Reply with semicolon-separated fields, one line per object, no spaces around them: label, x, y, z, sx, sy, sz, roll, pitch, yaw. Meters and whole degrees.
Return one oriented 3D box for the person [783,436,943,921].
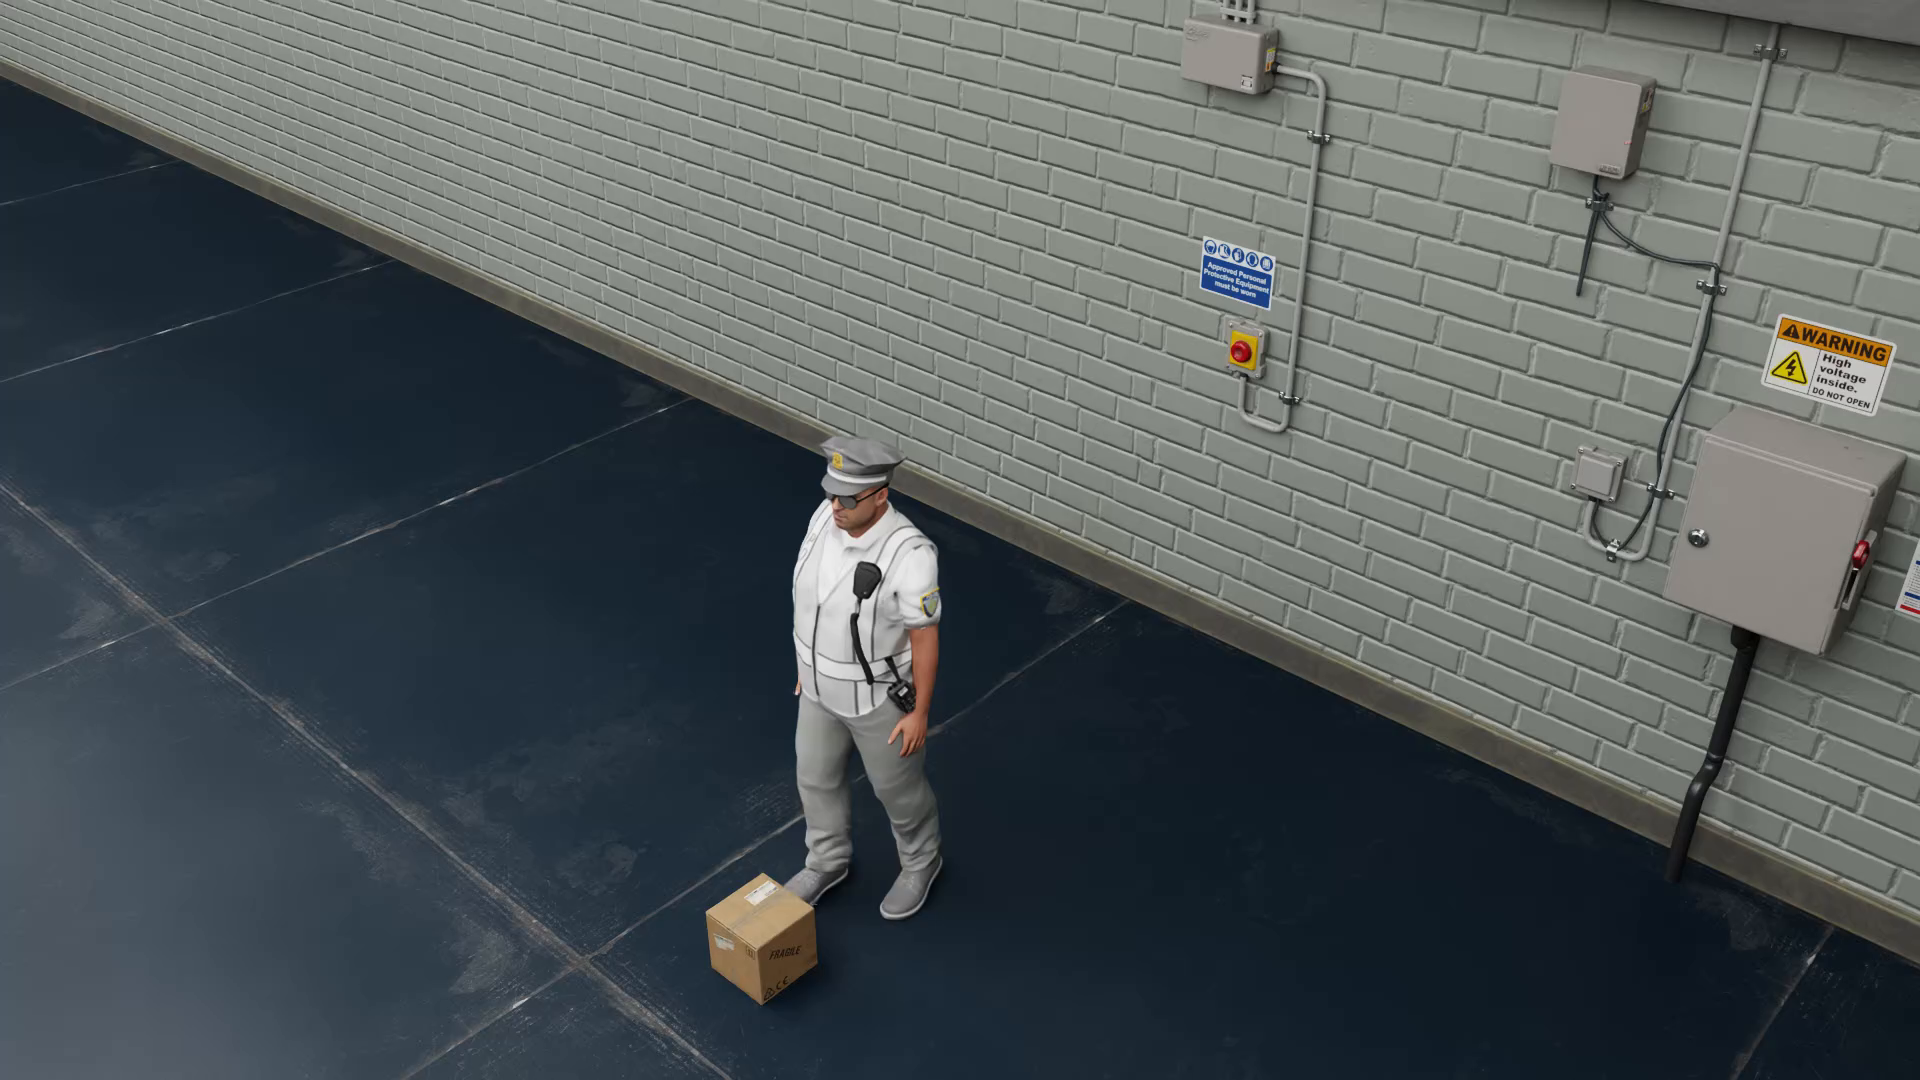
person;-0.341;0.483;5.327;0.540;1.766;0.560;26;40;36
